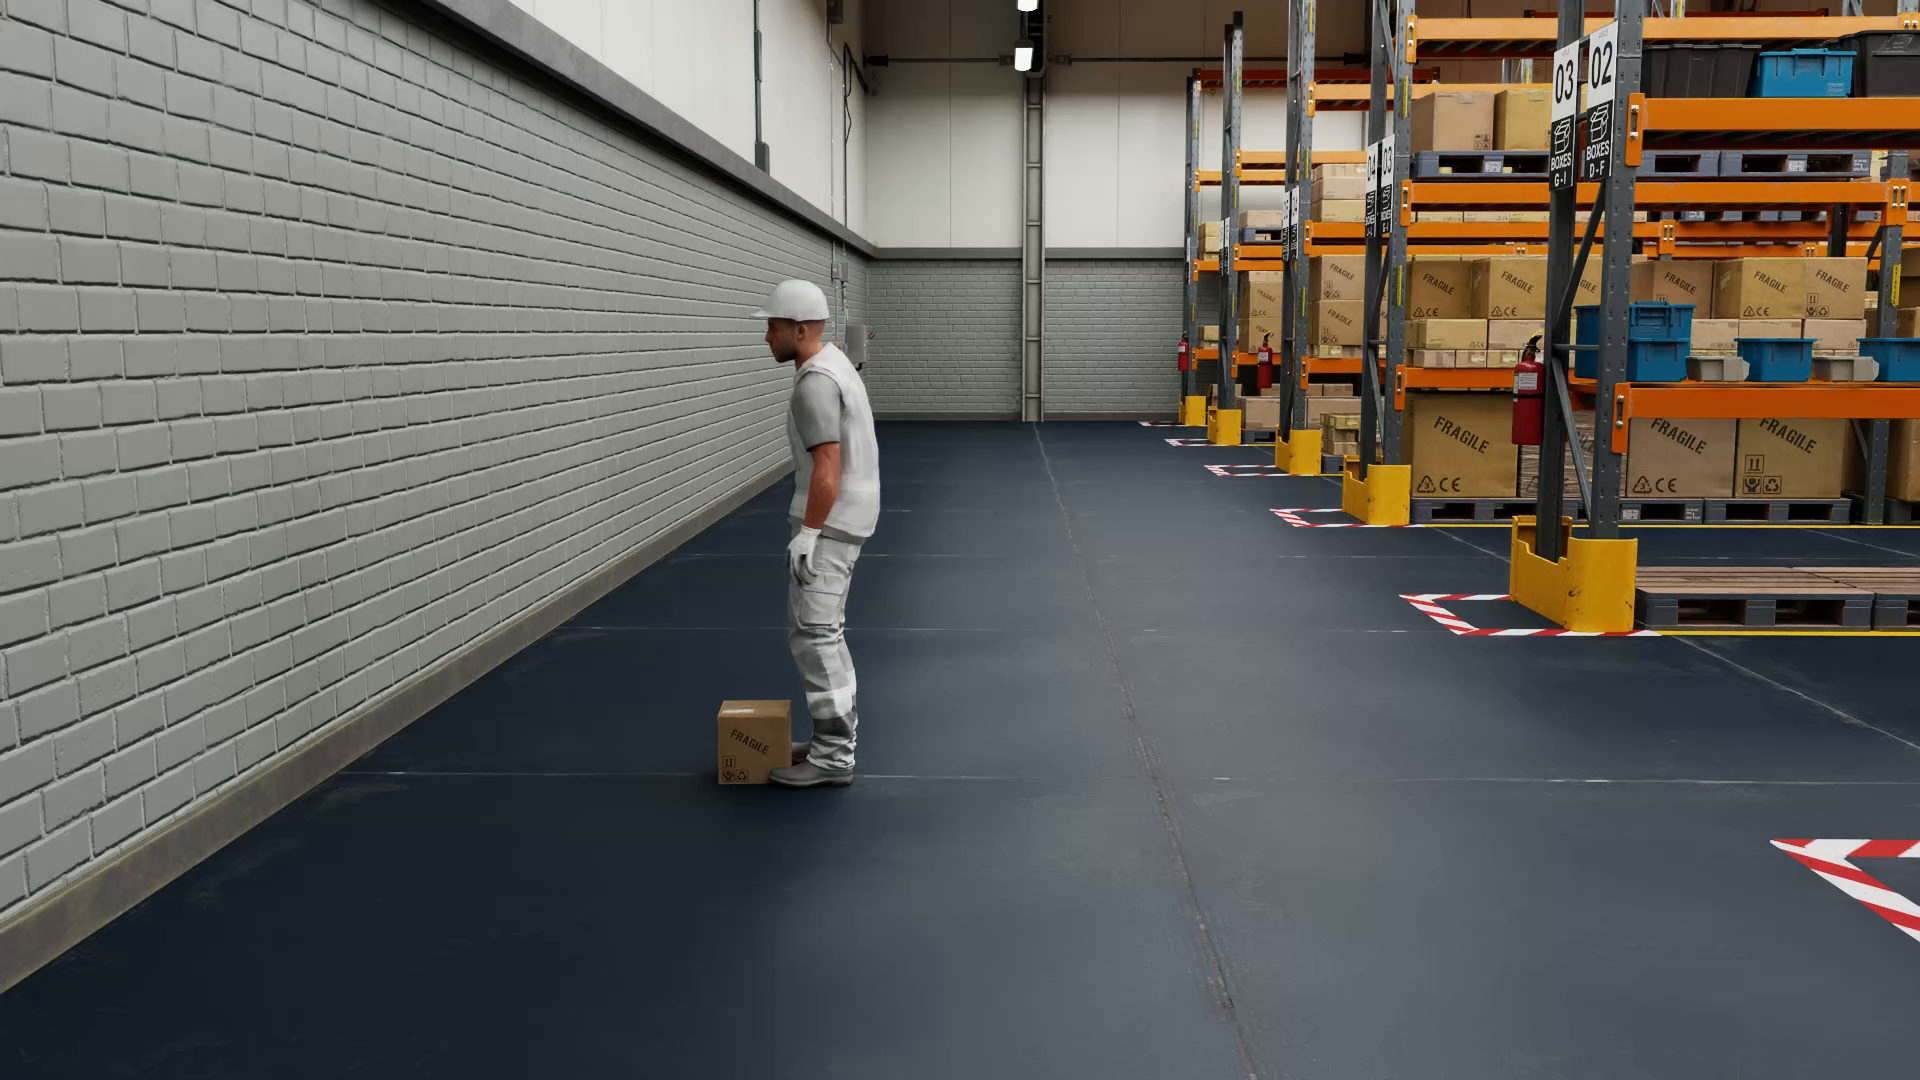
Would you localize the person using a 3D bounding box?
[{"bbox_3d":[-0.510,-0.027,5.923,0.453,1.778,0.605,0,7,1],"label":"person"}]
